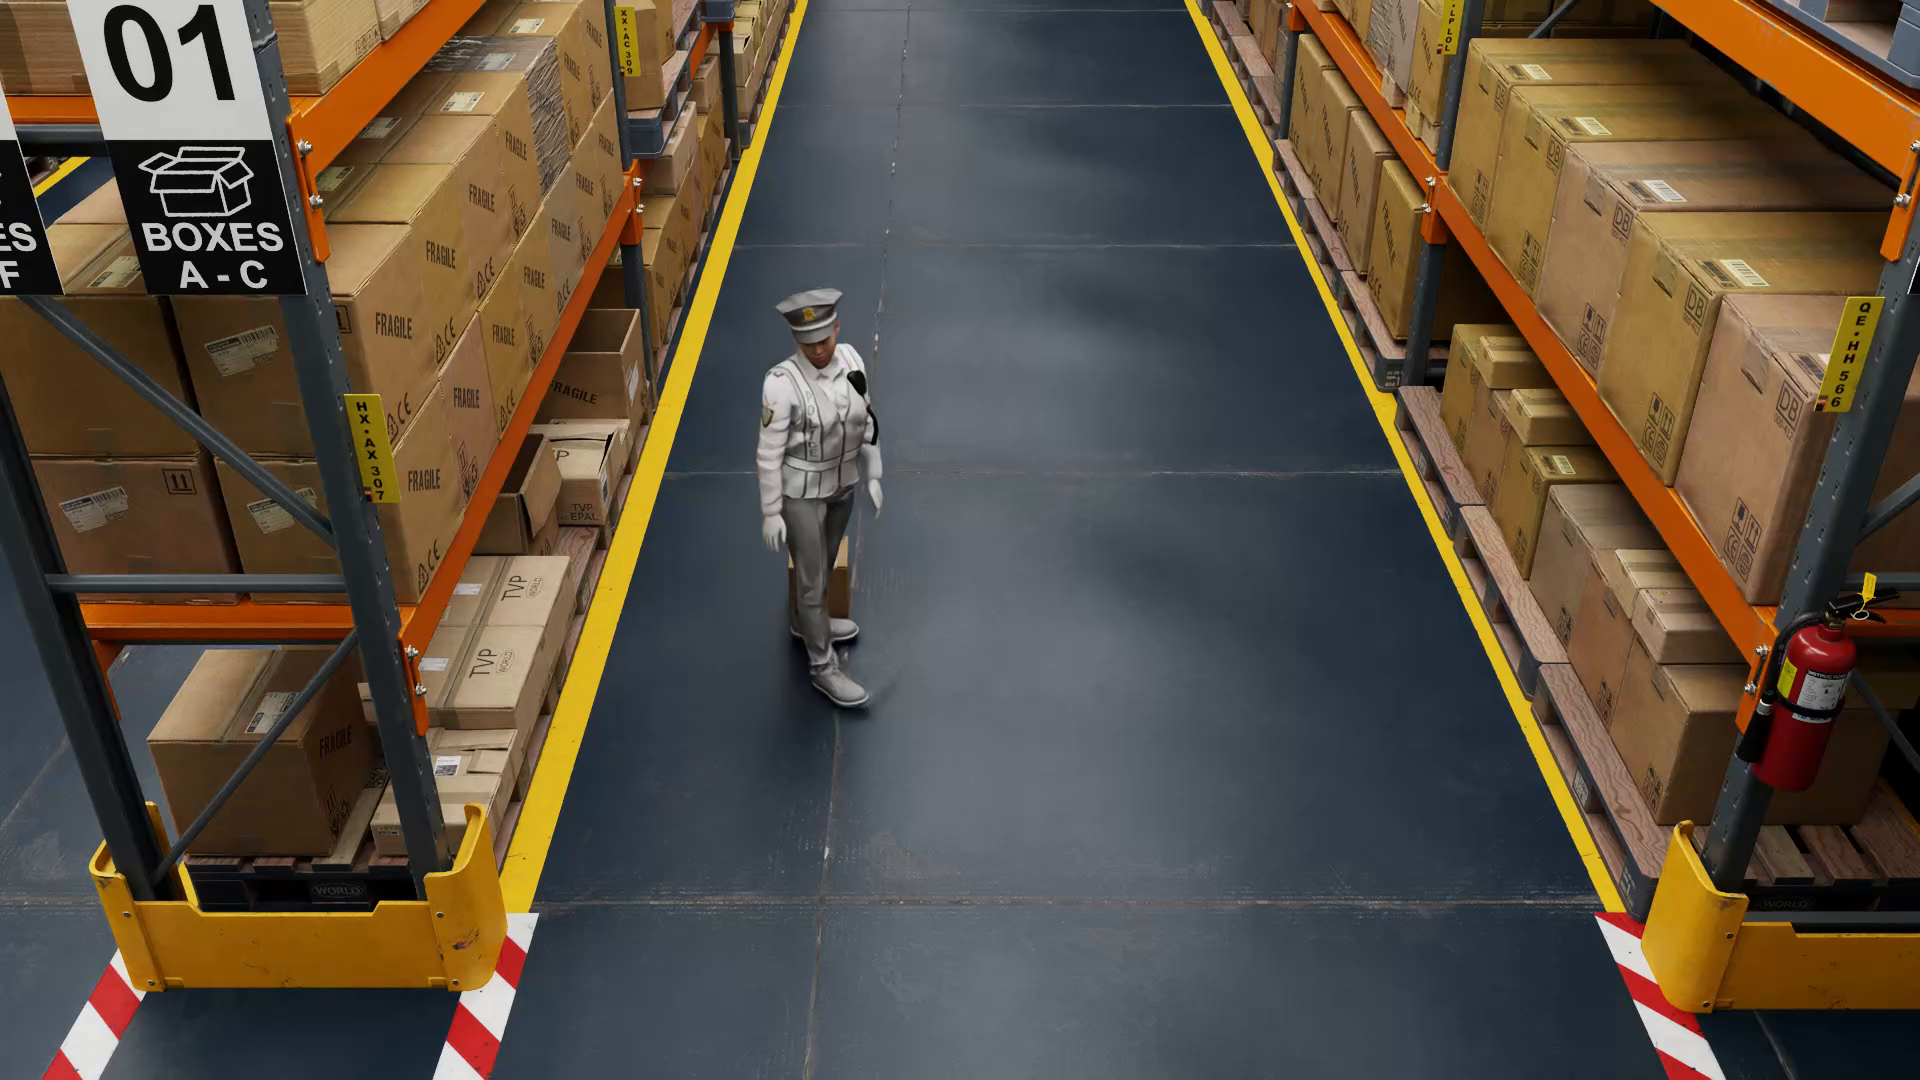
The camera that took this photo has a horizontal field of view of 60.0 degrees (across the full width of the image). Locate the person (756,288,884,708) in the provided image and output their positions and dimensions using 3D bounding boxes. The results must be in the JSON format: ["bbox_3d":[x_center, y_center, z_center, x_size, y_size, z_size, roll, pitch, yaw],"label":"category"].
[{"bbox_3d":[-0.528,-0.180,6.379,0.598,1.656,0.546,24,39,33],"label":"person"}]
